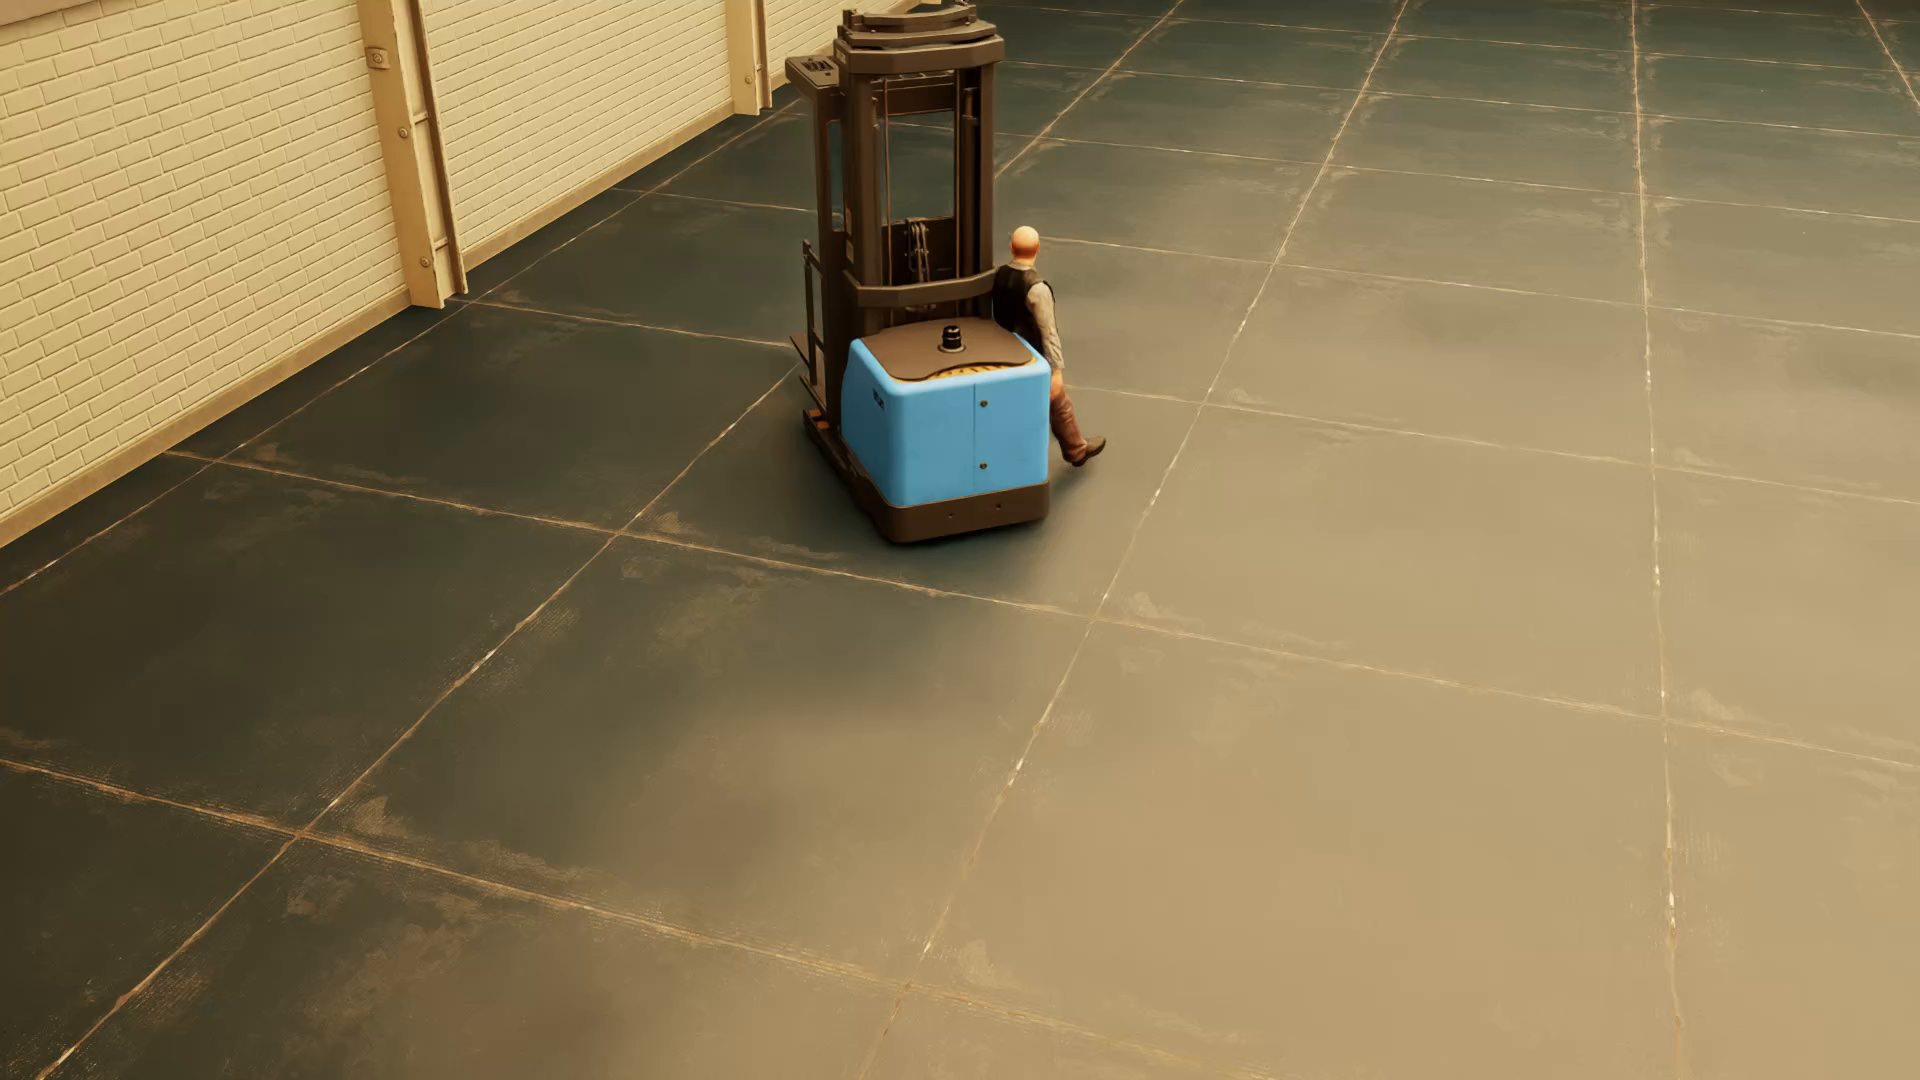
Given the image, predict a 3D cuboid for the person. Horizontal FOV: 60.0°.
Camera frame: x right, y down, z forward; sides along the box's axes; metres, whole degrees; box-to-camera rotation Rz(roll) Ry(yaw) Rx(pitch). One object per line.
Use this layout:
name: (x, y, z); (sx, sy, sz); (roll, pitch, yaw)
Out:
person: (0.509, -1.150, 10.479); (0.911, 1.699, 0.706); (-26, 39, -37)

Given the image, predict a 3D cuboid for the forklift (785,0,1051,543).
forklift: (-0.431, -1.972, 10.597); (1.130, 2.935, 3.031); (-10, 31, -17)
